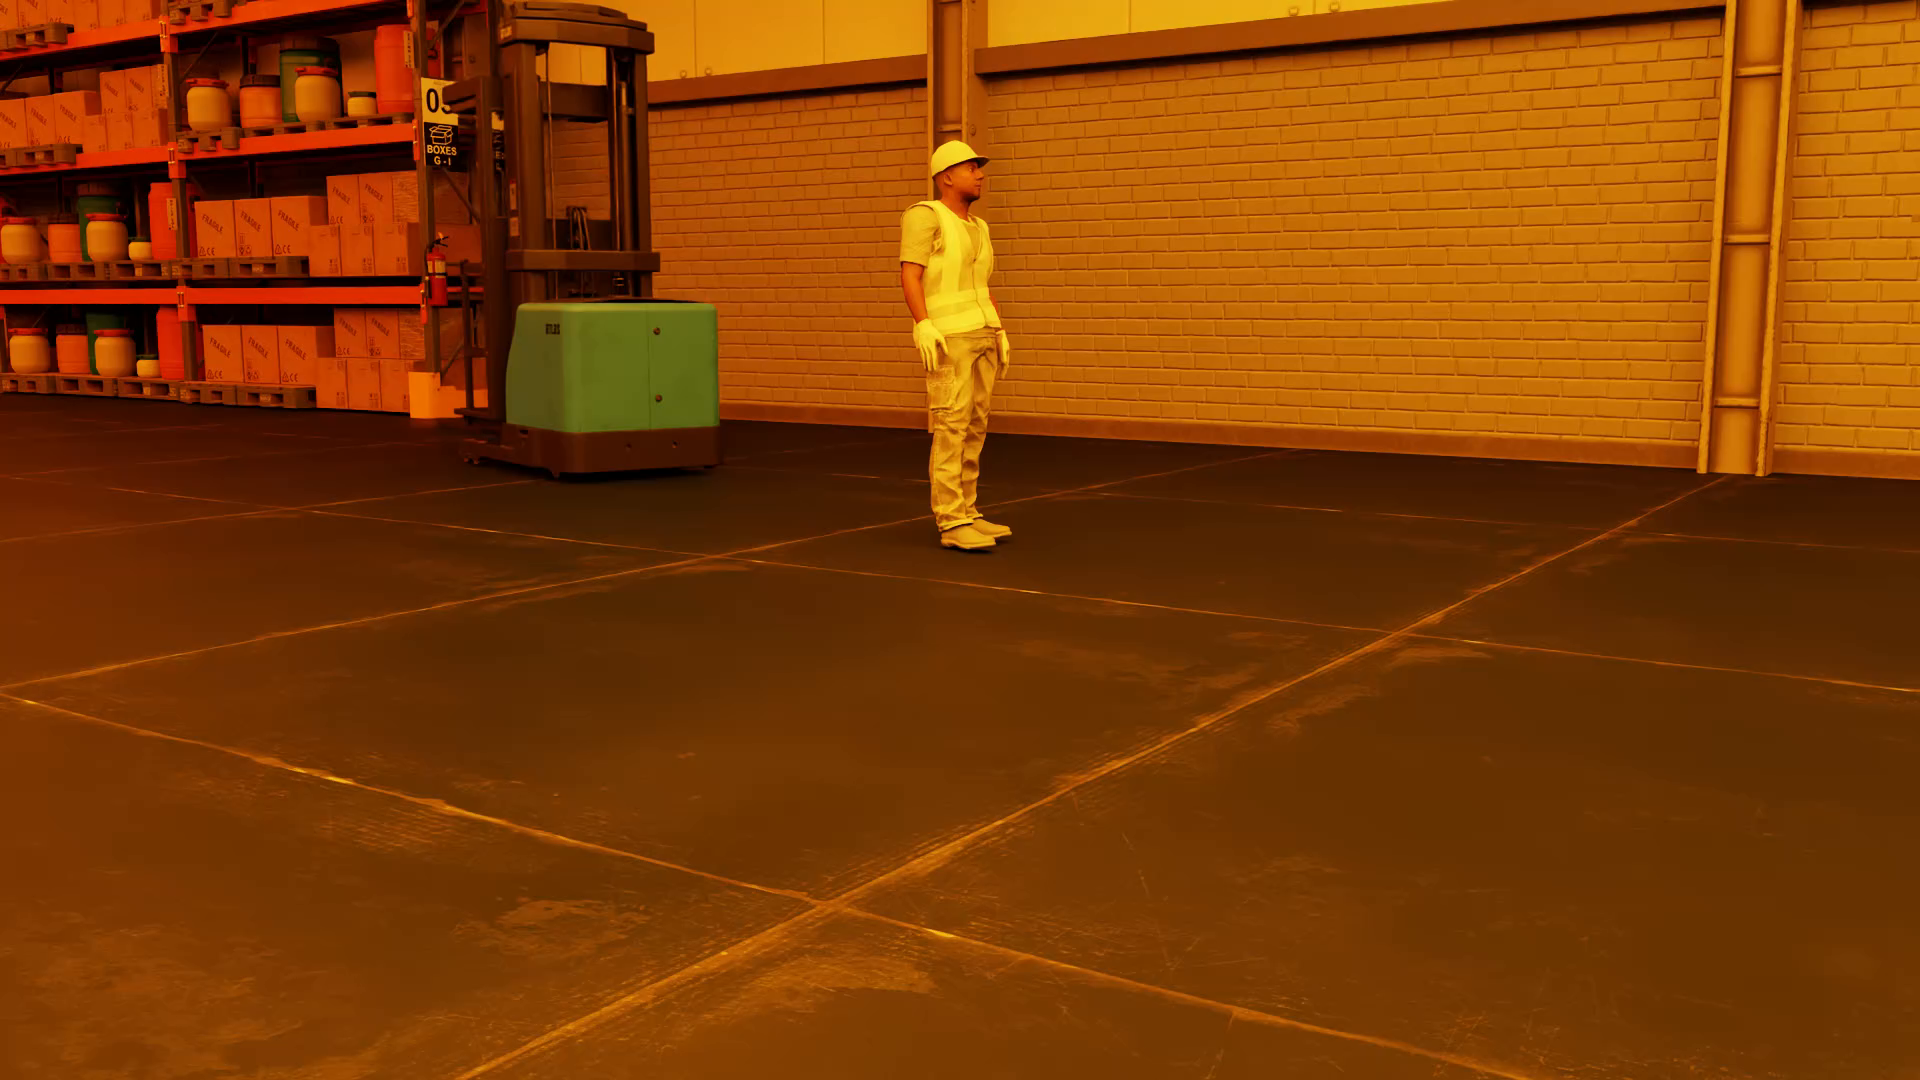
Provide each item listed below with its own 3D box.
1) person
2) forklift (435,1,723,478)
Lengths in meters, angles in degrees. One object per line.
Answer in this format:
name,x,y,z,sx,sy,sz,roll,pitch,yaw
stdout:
person,0.054,-0.883,7.430,0.577,1.782,0.656,5,10,34
forklift,-2.756,-1.987,11.165,1.130,2.935,3.031,-6,10,-35
